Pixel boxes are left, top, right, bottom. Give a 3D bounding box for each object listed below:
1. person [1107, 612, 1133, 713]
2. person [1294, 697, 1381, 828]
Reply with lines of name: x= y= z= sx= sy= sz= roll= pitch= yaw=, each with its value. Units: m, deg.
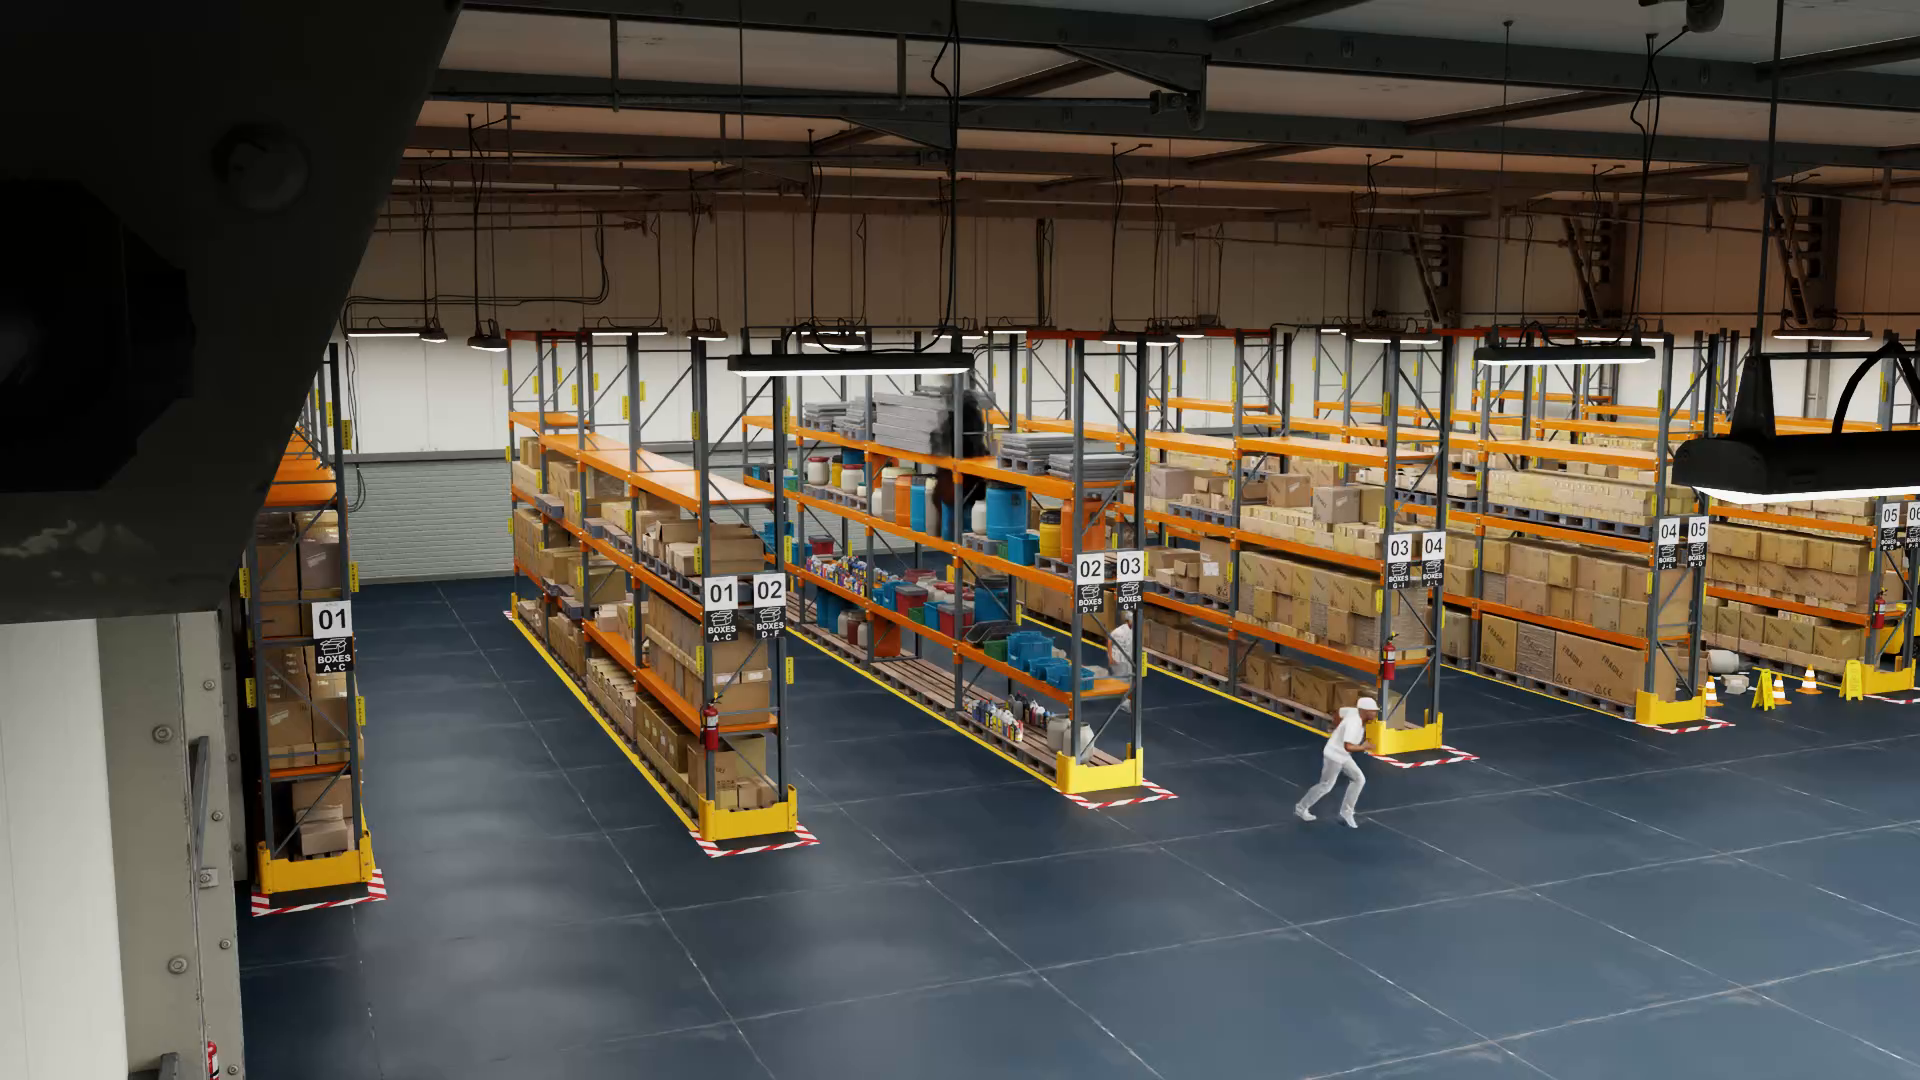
person: x=2.585 y=1.943 z=26.635 sx=0.636 sy=1.632 sz=0.670 roll=-7 pitch=10 yaw=-41
person: x=4.671 y=2.750 z=20.593 sx=1.004 sy=1.701 sz=0.745 roll=2 pitch=8 yaw=17
